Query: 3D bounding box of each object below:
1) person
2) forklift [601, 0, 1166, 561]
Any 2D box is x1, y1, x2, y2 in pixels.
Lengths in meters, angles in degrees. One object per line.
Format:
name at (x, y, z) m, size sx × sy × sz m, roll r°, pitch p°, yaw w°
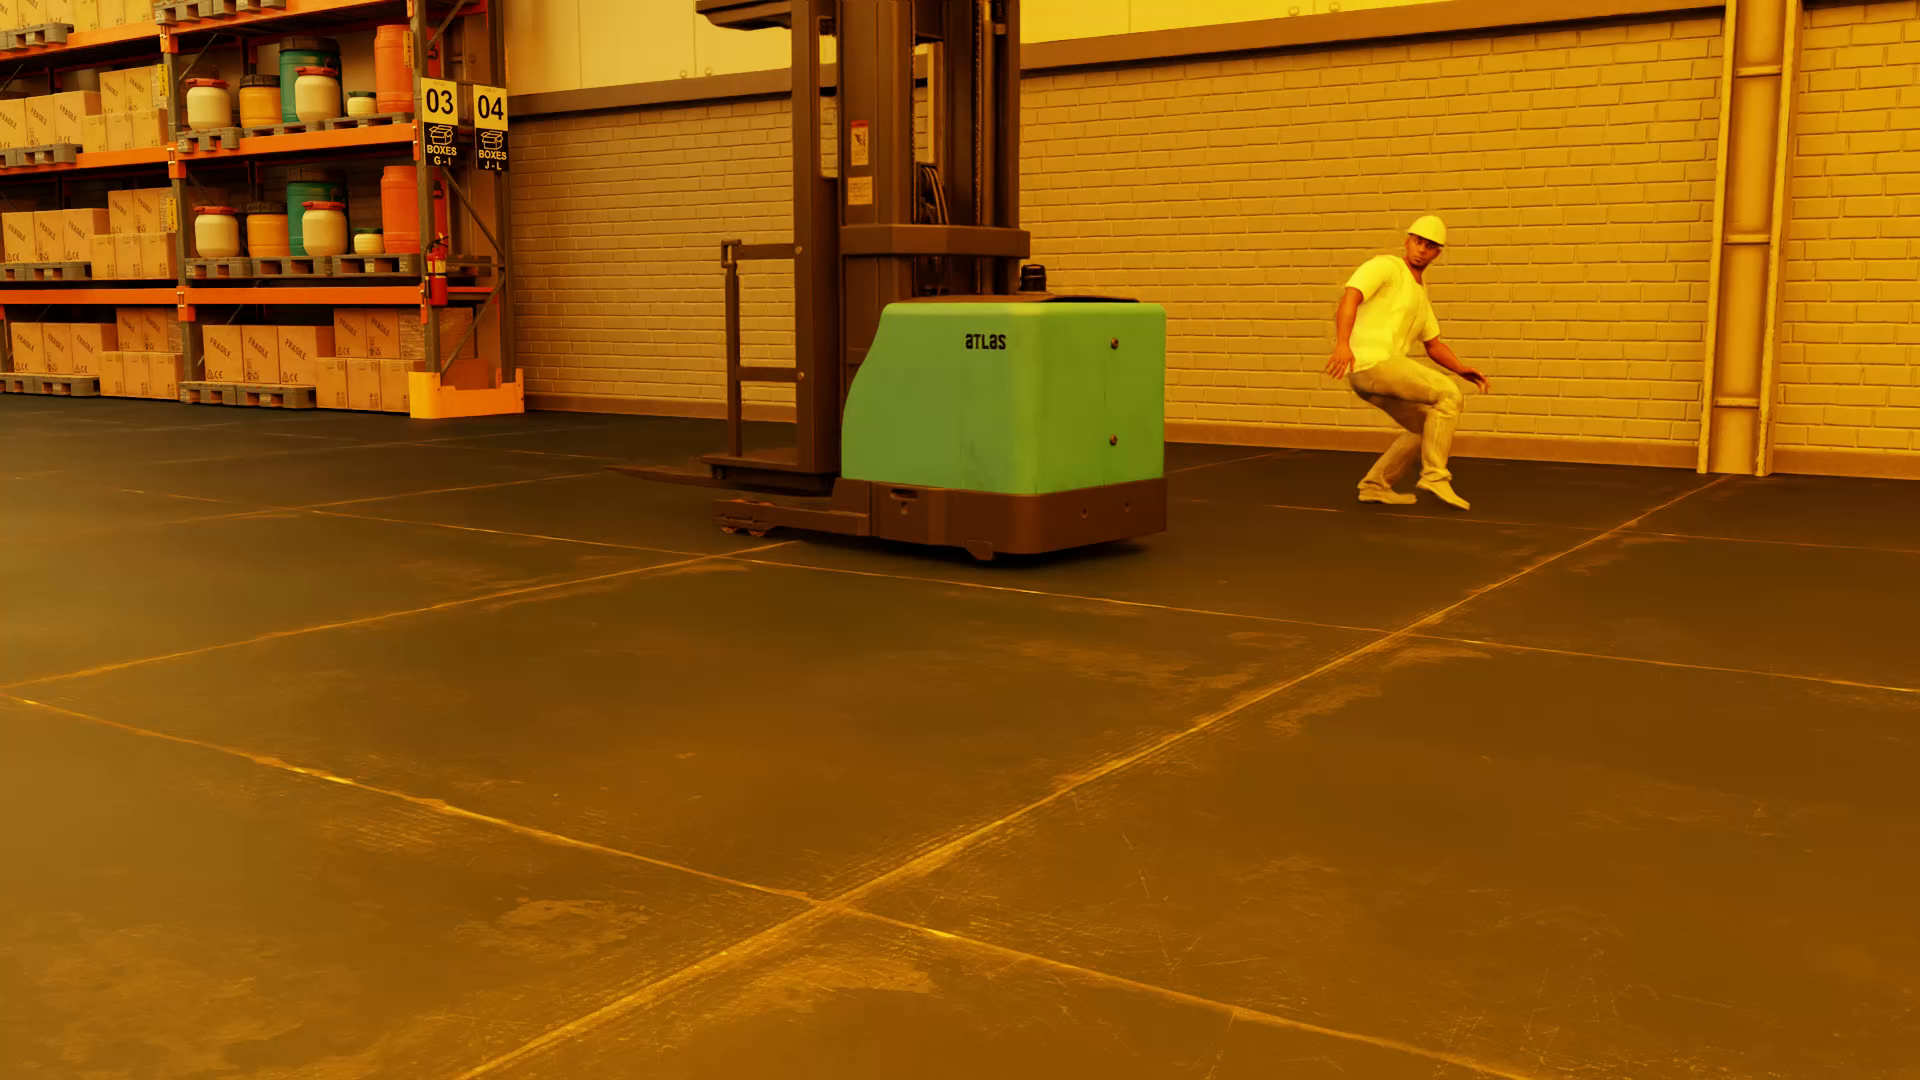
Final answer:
person at (2.362, -0.919, 8.698) m, size 0.774 × 1.544 × 0.810 m, roll 3°, pitch 9°, yaw 23°
forklift at (-0.527, -1.511, 7.819) m, size 3.031 × 2.935 × 1.130 m, roll 7°, pitch 11°, yaw 41°
